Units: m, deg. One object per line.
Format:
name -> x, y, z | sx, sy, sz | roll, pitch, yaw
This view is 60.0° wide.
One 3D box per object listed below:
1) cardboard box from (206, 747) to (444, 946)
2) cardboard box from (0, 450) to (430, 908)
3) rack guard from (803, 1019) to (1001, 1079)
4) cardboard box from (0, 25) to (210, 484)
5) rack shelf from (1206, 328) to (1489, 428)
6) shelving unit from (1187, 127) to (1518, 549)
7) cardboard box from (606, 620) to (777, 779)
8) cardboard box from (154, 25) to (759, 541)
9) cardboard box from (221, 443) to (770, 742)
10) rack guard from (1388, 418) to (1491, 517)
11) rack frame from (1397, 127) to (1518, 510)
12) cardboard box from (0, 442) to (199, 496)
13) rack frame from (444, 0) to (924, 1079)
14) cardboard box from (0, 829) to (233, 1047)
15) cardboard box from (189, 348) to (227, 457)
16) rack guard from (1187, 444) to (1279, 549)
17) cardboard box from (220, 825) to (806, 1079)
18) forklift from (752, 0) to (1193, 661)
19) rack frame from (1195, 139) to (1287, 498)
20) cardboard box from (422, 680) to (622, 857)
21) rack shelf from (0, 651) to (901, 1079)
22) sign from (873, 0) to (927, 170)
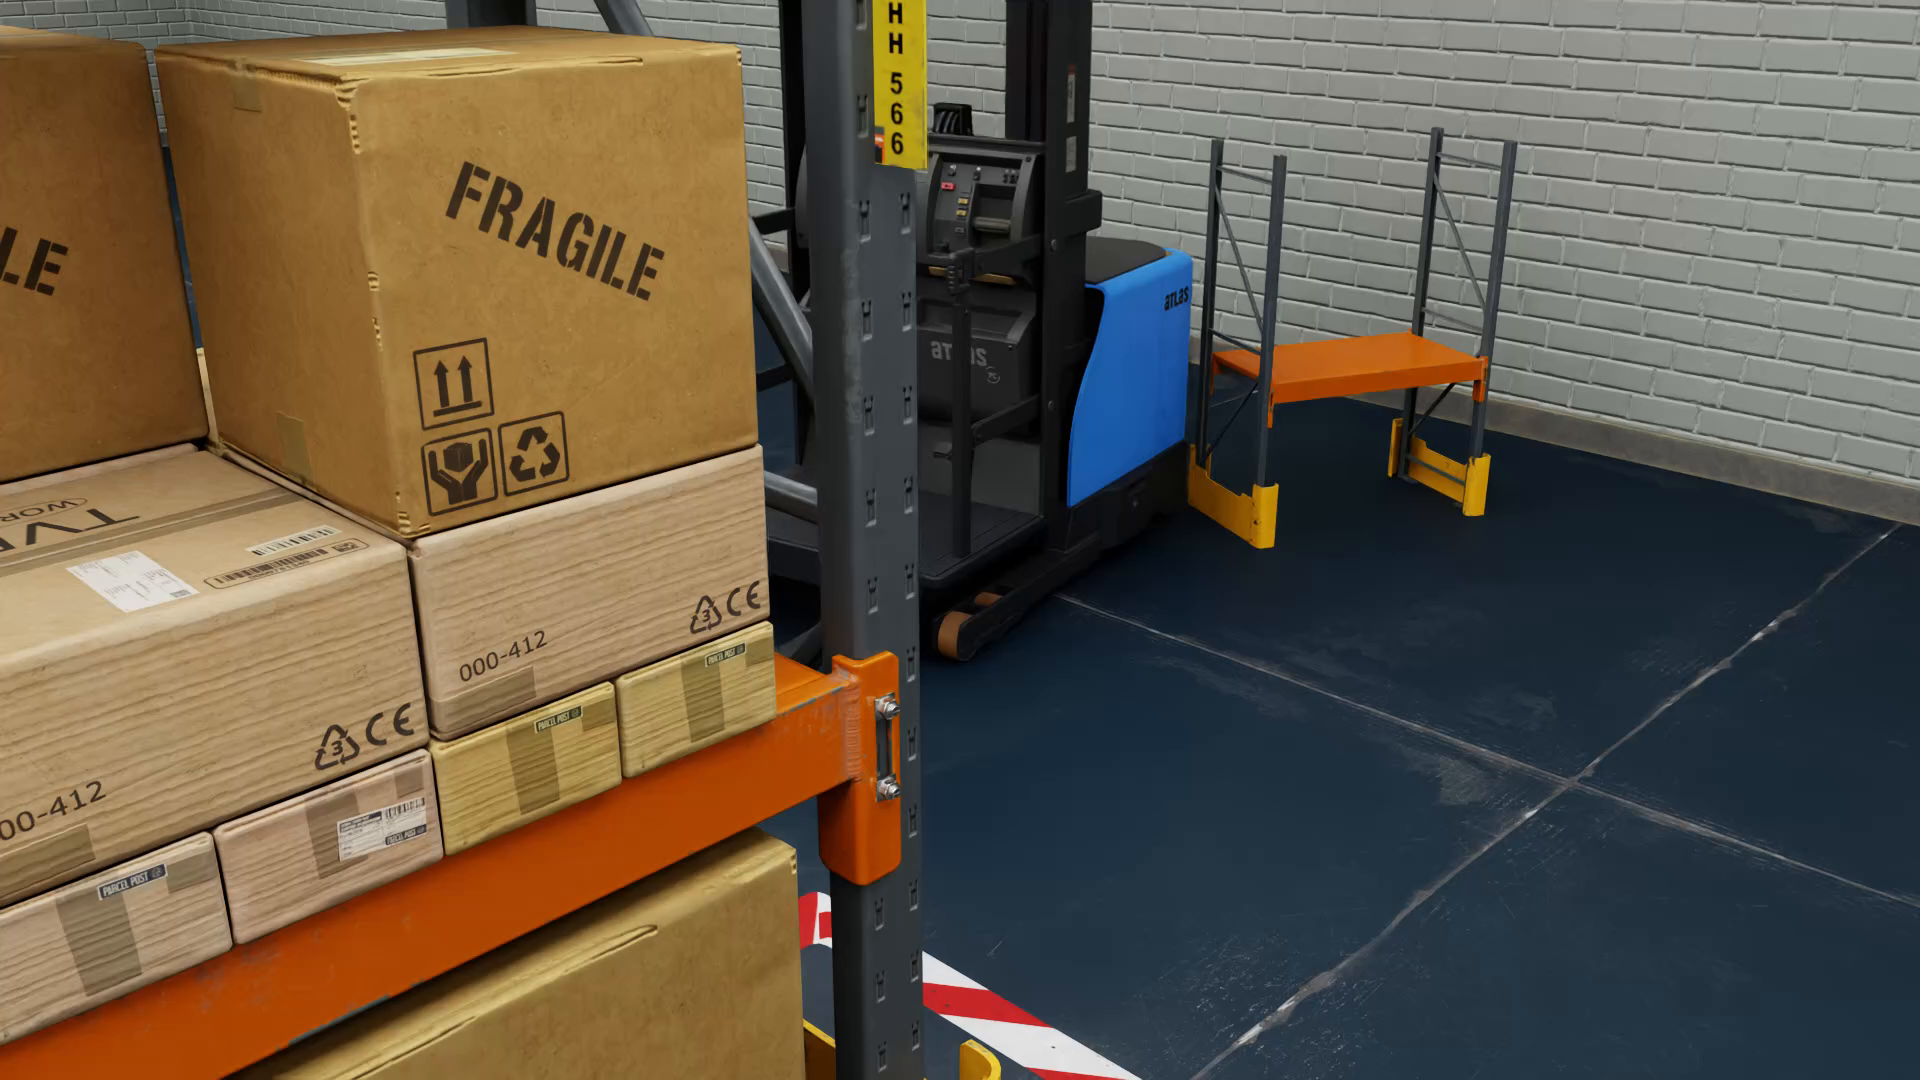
cardboard box -> -0.828, 0.295, 1.976 | 0.380, 0.149, 0.250 | 19, 28, 41
cardboard box -> -0.961, 0.124, 1.865 | 0.500, 0.250, 0.500 | 19, 28, 40
rack guard -> -0.442, 1.033, 3.191 | 1.175, 0.500, 0.348 | 19, 28, 41
cardboard box -> -1.336, -0.363, 2.086 | 0.500, 0.500, 0.500 | 18, 28, 39
rack shelf -> 1.549, -0.664, 6.712 | 1.000, 0.185, 0.538 | -8, 22, -20
shelving unit -> 1.557, -0.833, 6.651 | 1.083, 1.500, 0.587 | -8, 22, -20
cardboard box -> -0.471, 0.163, 2.319 | 0.250, 0.149, 0.380 | -20, 28, -41
cardboard box -> -0.610, -0.356, 2.069 | 0.500, 0.500, 0.500 | 20, 29, 41
cardboard box -> -0.607, -0.006, 2.204 | 0.500, 0.250, 0.500 | 19, 28, 40
rack guard -> 2.021, -0.314, 7.044 | 0.087, 0.250, 0.587 | -8, 22, -20
rack frame -> 2.022, -0.898, 6.820 | 0.032, 1.500, 0.500 | -8, 22, -20
cardboard box -> -1.345, -0.006, 2.203 | 0.500, 0.250, 0.500 | 19, 28, 40
rack frame -> -0.459, -0.128, 2.727 | 1.000, 3.000, 0.127 | 19, 28, 41
cardboard box -> -1.003, 0.359, 1.810 | 0.250, 0.149, 0.380 | -20, 28, -41
cardboard box -> -0.987, -0.141, 2.555 | 0.500, 0.250, 0.500 | 18, 28, 39
rack guard -> 1.093, -0.184, 6.706 | 0.087, 0.250, 0.587 | -8, 22, -20
cardboard box -> -0.848, 0.852, 2.553 | 0.875, 0.875, 0.875 | 19, 28, 41
forklift -> -0.274, -1.155, 5.495 | 1.130, 2.935, 3.031 | 13, 24, 30
rack frame -> 1.075, -0.765, 6.475 | 0.032, 1.500, 0.500 | -8, 22, -20
cardboard box -> -0.651, 0.230, 2.145 | 0.380, 0.149, 0.250 | 20, 28, 41
rack shelf -> -1.854, 0.722, 1.518 | 1.077, 0.370, 4.000 | 19, 28, 41
sign -> -0.080, -0.640, 2.114 | 0.100, 0.325, 0.005 | 19, 28, 41
